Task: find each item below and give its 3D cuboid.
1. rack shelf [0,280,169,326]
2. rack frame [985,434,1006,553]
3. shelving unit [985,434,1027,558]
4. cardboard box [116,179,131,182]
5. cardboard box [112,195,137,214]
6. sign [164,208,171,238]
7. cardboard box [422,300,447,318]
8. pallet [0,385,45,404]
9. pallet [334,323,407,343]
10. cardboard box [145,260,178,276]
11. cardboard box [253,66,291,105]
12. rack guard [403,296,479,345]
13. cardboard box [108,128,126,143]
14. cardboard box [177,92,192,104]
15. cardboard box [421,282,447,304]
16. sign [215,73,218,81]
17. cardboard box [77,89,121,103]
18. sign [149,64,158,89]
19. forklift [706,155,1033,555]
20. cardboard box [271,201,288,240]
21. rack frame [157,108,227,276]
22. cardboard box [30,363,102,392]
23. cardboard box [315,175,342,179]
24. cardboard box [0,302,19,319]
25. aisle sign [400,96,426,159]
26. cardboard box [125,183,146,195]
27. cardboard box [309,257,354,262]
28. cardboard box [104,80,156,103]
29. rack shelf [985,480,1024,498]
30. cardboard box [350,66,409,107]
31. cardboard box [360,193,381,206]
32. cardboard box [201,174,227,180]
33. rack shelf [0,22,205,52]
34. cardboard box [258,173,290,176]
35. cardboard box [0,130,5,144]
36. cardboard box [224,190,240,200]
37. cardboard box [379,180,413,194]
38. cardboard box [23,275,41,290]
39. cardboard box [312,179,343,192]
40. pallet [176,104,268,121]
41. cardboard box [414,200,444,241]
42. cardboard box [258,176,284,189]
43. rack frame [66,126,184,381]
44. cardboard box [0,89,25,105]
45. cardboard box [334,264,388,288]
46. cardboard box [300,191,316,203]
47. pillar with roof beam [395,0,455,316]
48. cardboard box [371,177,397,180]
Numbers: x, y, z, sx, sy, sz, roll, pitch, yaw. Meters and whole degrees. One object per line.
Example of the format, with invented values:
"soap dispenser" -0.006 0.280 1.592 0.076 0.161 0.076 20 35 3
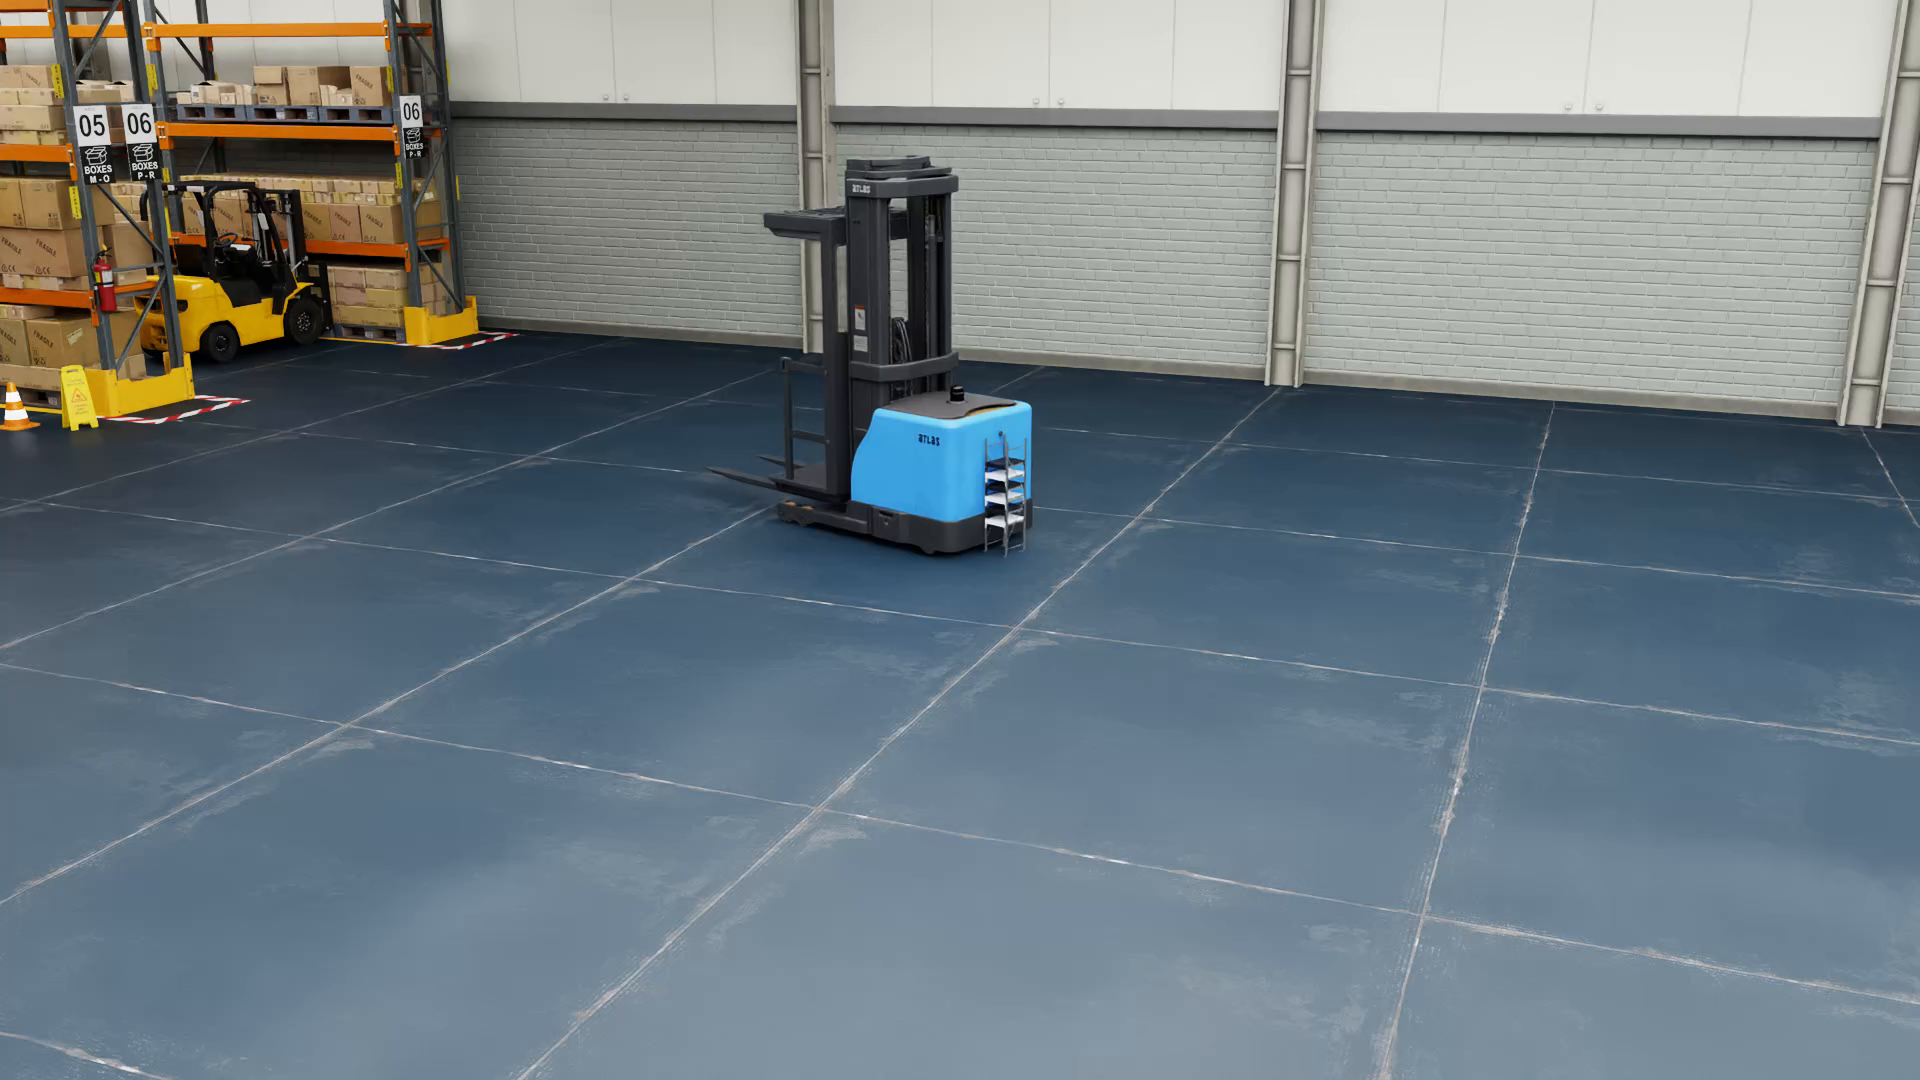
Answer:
"rack shelf" -10.734 -2.761 18.596 4.000 0.370 1.077 6 17 21
"rack frame" 0.272 -0.359 12.797 0.006 0.900 0.240 14 21 39
"shelving unit" 0.349 -0.341 12.733 0.210 0.900 0.258 14 21 39
"cardboard box" -12.191 -5.194 24.343 0.250 0.149 0.380 6 17 20
"cardboard box" -11.808 -4.802 23.706 0.500 0.250 0.500 6 17 19
"sign" -8.674 -3.459 18.155 0.005 0.325 0.100 6 17 21
"cardboard box" -7.440 -3.172 22.899 0.500 0.250 0.500 6 17 21
"pallet" -10.818 -1.788 18.955 1.213 0.211 1.003 6 17 21
"pallet" -7.782 -2.918 22.847 1.213 0.211 1.003 6 17 21
"cardboard box" -11.266 -3.711 24.082 0.625 0.625 0.875 7 18 23
"cardboard box" -9.003 -6.112 22.350 0.637 0.503 0.797 7 18 22
"rack guard" -7.033 -2.987 22.566 0.348 0.500 1.175 6 17 21
"cardboard box" -9.062 -4.340 17.814 0.250 0.149 0.380 6 17 21
"cardboard box" -10.470 -6.044 22.751 0.250 0.149 0.380 7 17 22
"cardboard box" -7.416 -3.413 22.833 0.500 0.250 0.500 7 17 22
"sign" -10.574 -6.470 23.631 0.005 0.325 0.100 6 17 21
"cardboard box" -9.129 -4.694 17.604 0.250 0.149 0.380 6 17 20
"sign" -10.966 -6.297 22.613 0.005 0.325 0.100 6 17 21
"forklift" -0.867 -1.617 13.487 3.031 2.935 1.130 14 21 39
"cardboard box" -9.037 -4.377 22.690 0.500 0.500 0.500 6 17 21
"rack frame" -10.776 -4.599 23.636 0.127 3.000 1.000 6 17 21
"cardboard box" -9.746 -1.799 18.168 0.500 0.250 0.500 6 17 20
"cardboard box" -8.718 -4.948 22.960 0.250 0.149 0.380 6 17 21
"cardboard box" -10.313 -2.516 18.131 0.250 0.149 0.380 7 17 22
"aisle sign" -7.102 -5.356 21.578 0.004 0.787 0.394 6 17 21
"cardboard box" -11.631 -4.996 23.661 0.250 0.149 0.380 6 17 21
"cardboard box" -8.835 -3.808 23.296 0.500 0.250 0.500 6 17 20
"cardboard box" -11.539 -6.257 23.195 0.500 0.311 0.500 6 17 19
"rack shelf" 0.349 -0.395 12.717 0.200 0.077 0.258 14 21 39
"cardboard box" -7.556 -5.910 21.660 0.500 0.500 0.500 7 18 22
"cardboard box" -7.729 -4.531 22.057 0.250 0.149 0.380 7 17 22
"cardboard box" -10.306 -4.993 23.117 0.250 0.149 0.380 7 17 21
"rack shelf" -12.637 -7.147 23.660 4.000 0.370 1.077 6 17 21
"cardboard box" -9.643 -5.078 23.408 0.250 0.149 0.380 6 17 20
"cardboard box" -9.997 -4.282 17.614 0.250 0.149 0.380 6 17 21
"cardboard box" -9.880 -4.768 22.874 0.250 0.149 0.380 7 17 22
"cardboard box" -7.466 -4.674 22.018 0.250 0.149 0.380 6 17 21
"cardboard box" -9.806 -2.793 17.866 0.250 0.149 0.380 6 17 20
"cardboard box" -8.447 -4.754 22.292 0.250 0.149 0.380 7 18 22
"pallet" -9.973 -5.917 22.953 1.213 0.211 1.003 6 17 21
"cardboard box" -7.414 -4.361 22.635 0.500 0.500 0.500 7 18 22
"cardboard box" -9.361 -4.881 22.729 0.250 0.149 0.380 6 17 20
"rack frame" -8.873 -2.902 17.791 0.127 3.000 1.000 6 17 21
"cardboard box" -9.983 -4.660 17.486 0.250 0.149 0.380 6 17 21
"cardboard box" -8.075 -3.568 22.470 0.500 0.250 0.500 7 17 22
"cardboard box" -8.683 -4.637 22.424 0.250 0.149 0.380 6 17 21
"pillar with roof beam" -8.952 -6.260 18.595 0.400 9.000 9.100 6 17 21
"cardboard box" -7.771 -4.841 22.592 0.250 0.149 0.380 7 17 22
